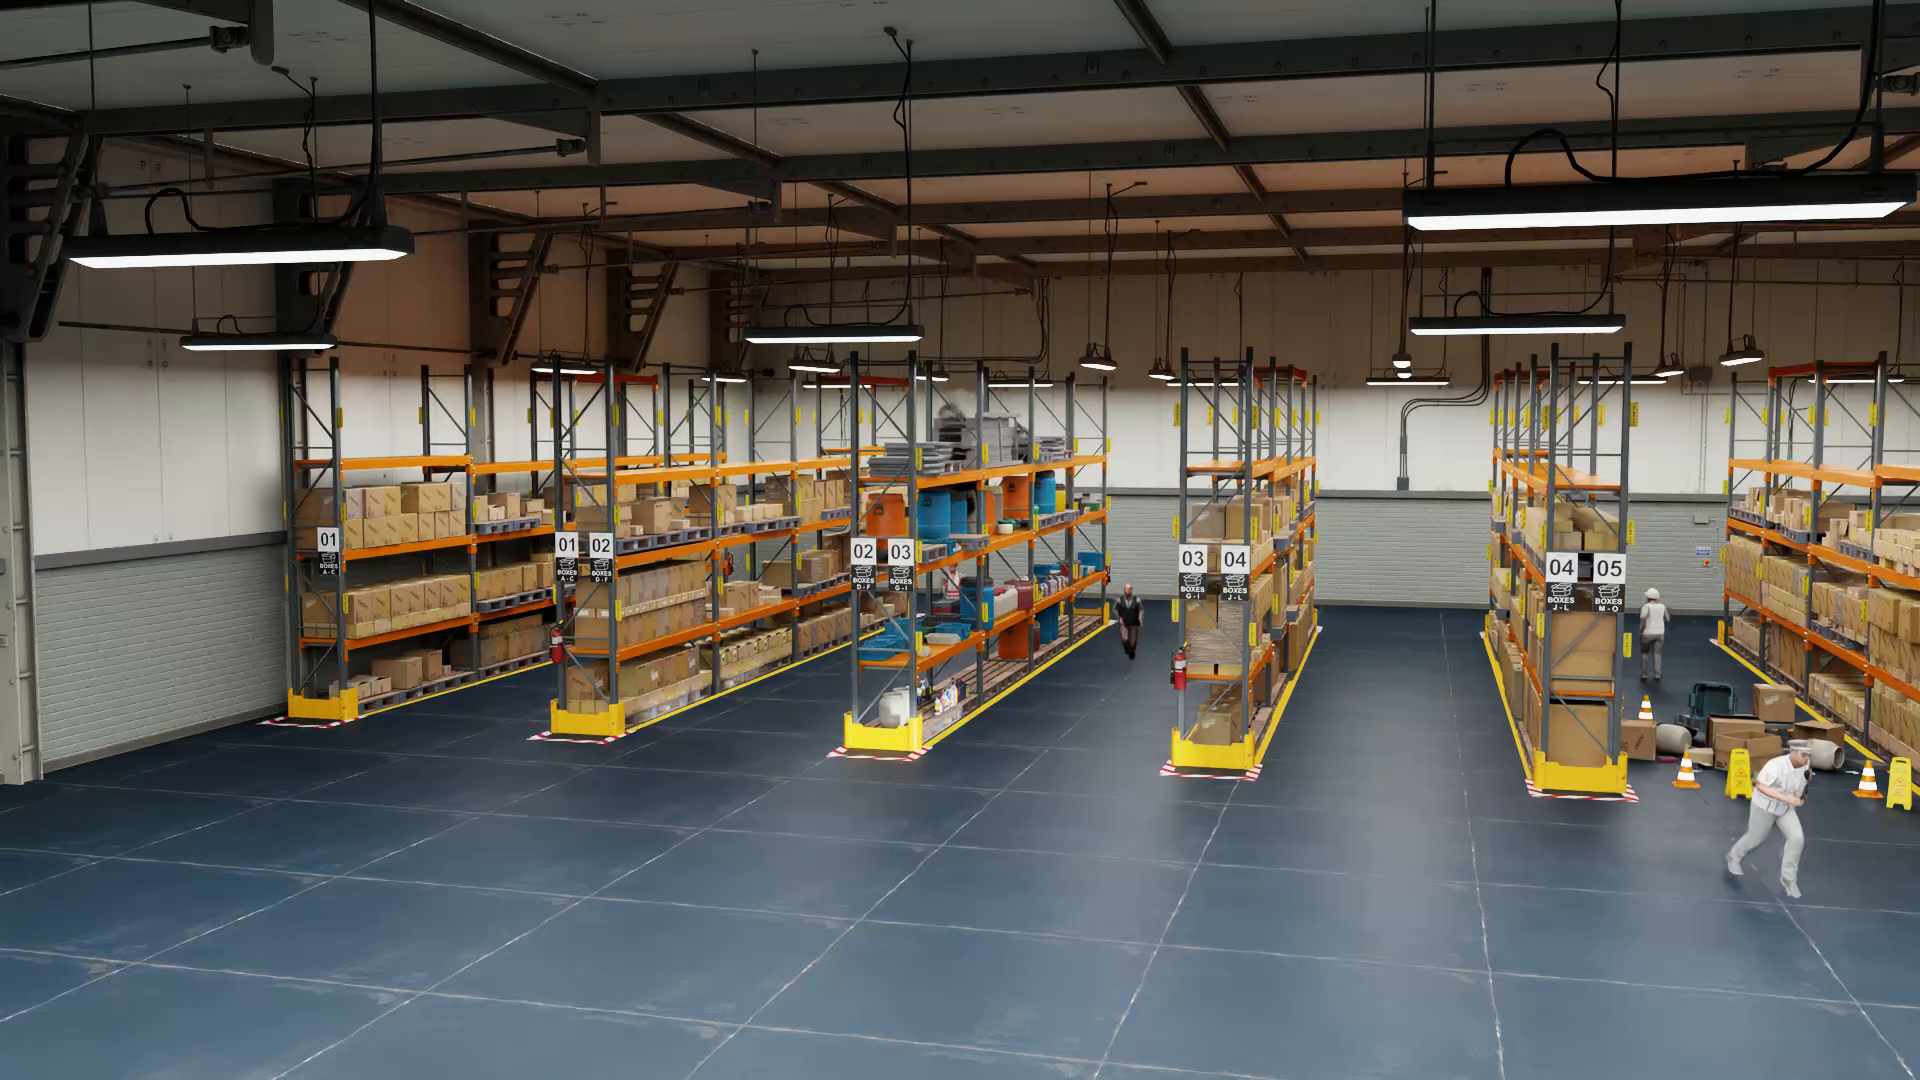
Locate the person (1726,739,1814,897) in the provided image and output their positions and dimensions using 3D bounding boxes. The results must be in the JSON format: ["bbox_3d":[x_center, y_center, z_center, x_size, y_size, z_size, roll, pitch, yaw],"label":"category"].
[{"bbox_3d":[8.640,2.906,17.748,0.707,1.718,1.020,-2,4,-21],"label":"person"}]

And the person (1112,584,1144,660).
[{"bbox_3d":[3.373,1.663,33.326,0.661,1.557,0.694,0,4,3],"label":"person"}]

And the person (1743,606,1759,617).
[{"bbox_3d":[18.046,1.461,37.656,0.602,1.550,0.580,-4,6,-43],"label":"person"}]

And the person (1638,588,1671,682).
[{"bbox_3d":[13.069,1.825,31.326,0.631,1.828,0.820,0,4,5],"label":"person"}]

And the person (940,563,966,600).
[{"bbox_3d":[-0.147,1.339,37.795,0.629,1.751,0.639,1,4,7],"label":"person"}]
